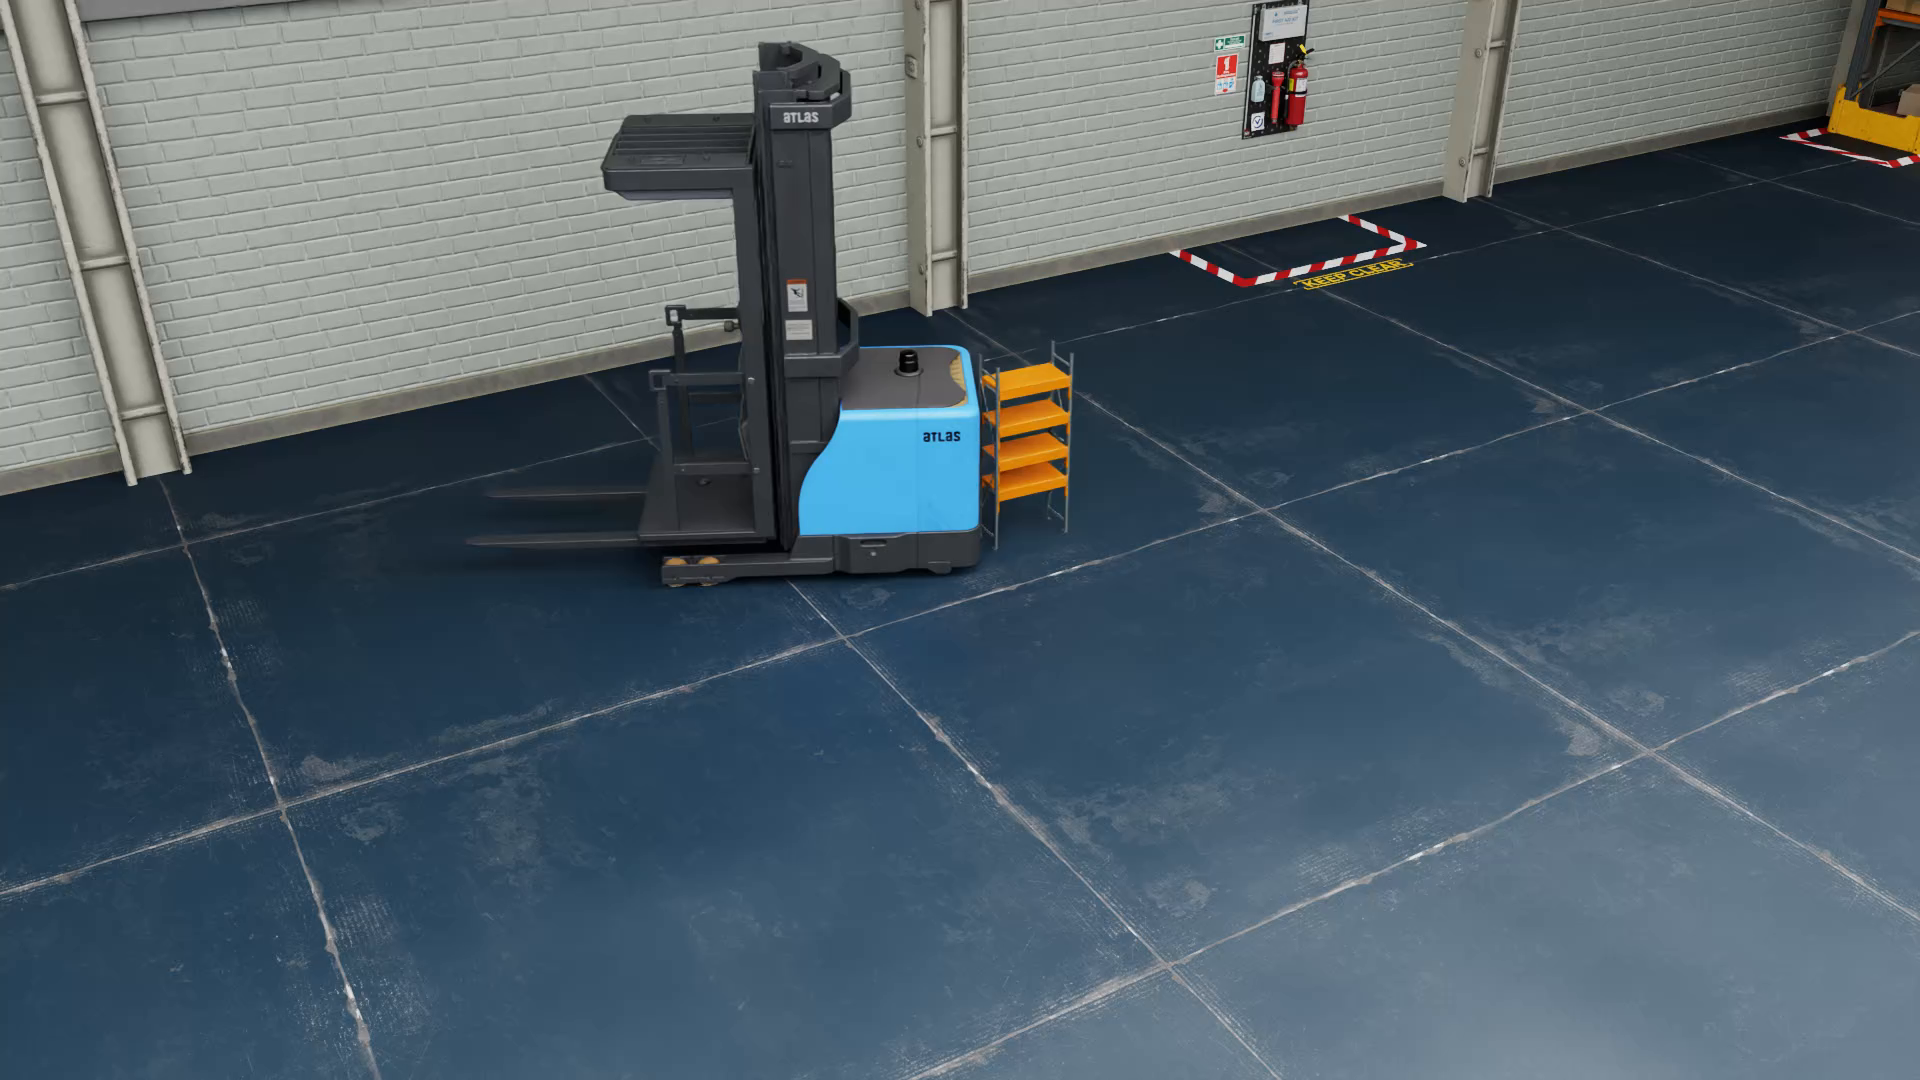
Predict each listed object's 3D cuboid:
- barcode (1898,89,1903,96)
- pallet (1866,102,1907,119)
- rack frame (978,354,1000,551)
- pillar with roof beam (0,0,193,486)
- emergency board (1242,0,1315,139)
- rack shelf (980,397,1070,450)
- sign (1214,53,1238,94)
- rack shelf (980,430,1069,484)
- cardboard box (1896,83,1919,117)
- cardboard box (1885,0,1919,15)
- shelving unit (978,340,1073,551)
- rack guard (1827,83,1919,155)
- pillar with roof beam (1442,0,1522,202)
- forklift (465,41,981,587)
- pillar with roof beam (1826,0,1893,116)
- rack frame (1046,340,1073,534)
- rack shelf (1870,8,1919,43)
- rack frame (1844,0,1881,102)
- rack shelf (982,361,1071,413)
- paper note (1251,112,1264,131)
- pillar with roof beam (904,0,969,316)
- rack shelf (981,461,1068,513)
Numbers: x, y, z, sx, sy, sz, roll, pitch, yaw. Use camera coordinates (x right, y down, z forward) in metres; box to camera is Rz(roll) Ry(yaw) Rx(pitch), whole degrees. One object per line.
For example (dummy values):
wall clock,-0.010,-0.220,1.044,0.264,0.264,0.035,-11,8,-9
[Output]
barcode,10.455,-4.975,18.478,0.075,0.075,0.001,-16,33,-26
pallet,10.784,-4.634,18.429,1.213,0.211,1.003,-16,33,-26
rack frame,0.169,-0.511,9.934,0.015,1.200,0.240,-14,32,-23
pillar with roof beam,-3.172,-2.611,5.668,0.400,9.000,9.100,-16,33,-26
emergency board,2.843,-4.126,14.623,0.643,1.169,0.194,-16,33,-26
rack shelf,0.387,-0.701,9.955,0.480,0.148,0.258,-14,32,-23
sign,2.314,-4.050,14.447,0.234,0.329,0.001,-16,33,-26
rack shelf,0.387,-0.505,10.063,0.480,0.148,0.258,-14,32,-23
cardboard box,10.642,-4.800,18.170,0.500,0.311,0.500,-20,35,-32
cardboard box,10.305,-5.791,17.773,0.500,0.250,0.500,-15,32,-26
shelving unit,0.387,-0.564,10.031,0.503,1.200,0.258,-14,32,-23
rack guard,10.066,-4.577,18.025,0.348,0.500,1.175,-16,33,-26
pillar with roof beam,7.174,-5.549,10.991,0.400,9.000,9.100,-16,33,-26
forklift,-1.414,-1.272,9.521,3.031,2.935,1.130,-2,29,-3
pillar with roof beam,12.347,-7.017,13.652,0.400,9.000,9.100,-16,33,-26
rack frame,0.605,-0.617,10.127,0.015,1.200,0.240,-14,32,-23
rack shelf,11.725,-5.827,18.449,4.000,0.370,1.077,-16,33,-26
rack frame,10.000,-5.652,17.388,0.127,3.000,1.000,-16,33,-26
rack shelf,0.387,-0.908,9.841,0.480,0.148,0.258,-14,32,-23
paper note,2.655,-3.726,14.809,0.142,0.148,0.016,-16,33,-26
pillar with roof beam,2.001,-4.080,8.329,0.400,9.000,9.100,-16,33,-26
rack shelf,0.387,-0.331,10.159,0.480,0.148,0.258,-14,32,-23
